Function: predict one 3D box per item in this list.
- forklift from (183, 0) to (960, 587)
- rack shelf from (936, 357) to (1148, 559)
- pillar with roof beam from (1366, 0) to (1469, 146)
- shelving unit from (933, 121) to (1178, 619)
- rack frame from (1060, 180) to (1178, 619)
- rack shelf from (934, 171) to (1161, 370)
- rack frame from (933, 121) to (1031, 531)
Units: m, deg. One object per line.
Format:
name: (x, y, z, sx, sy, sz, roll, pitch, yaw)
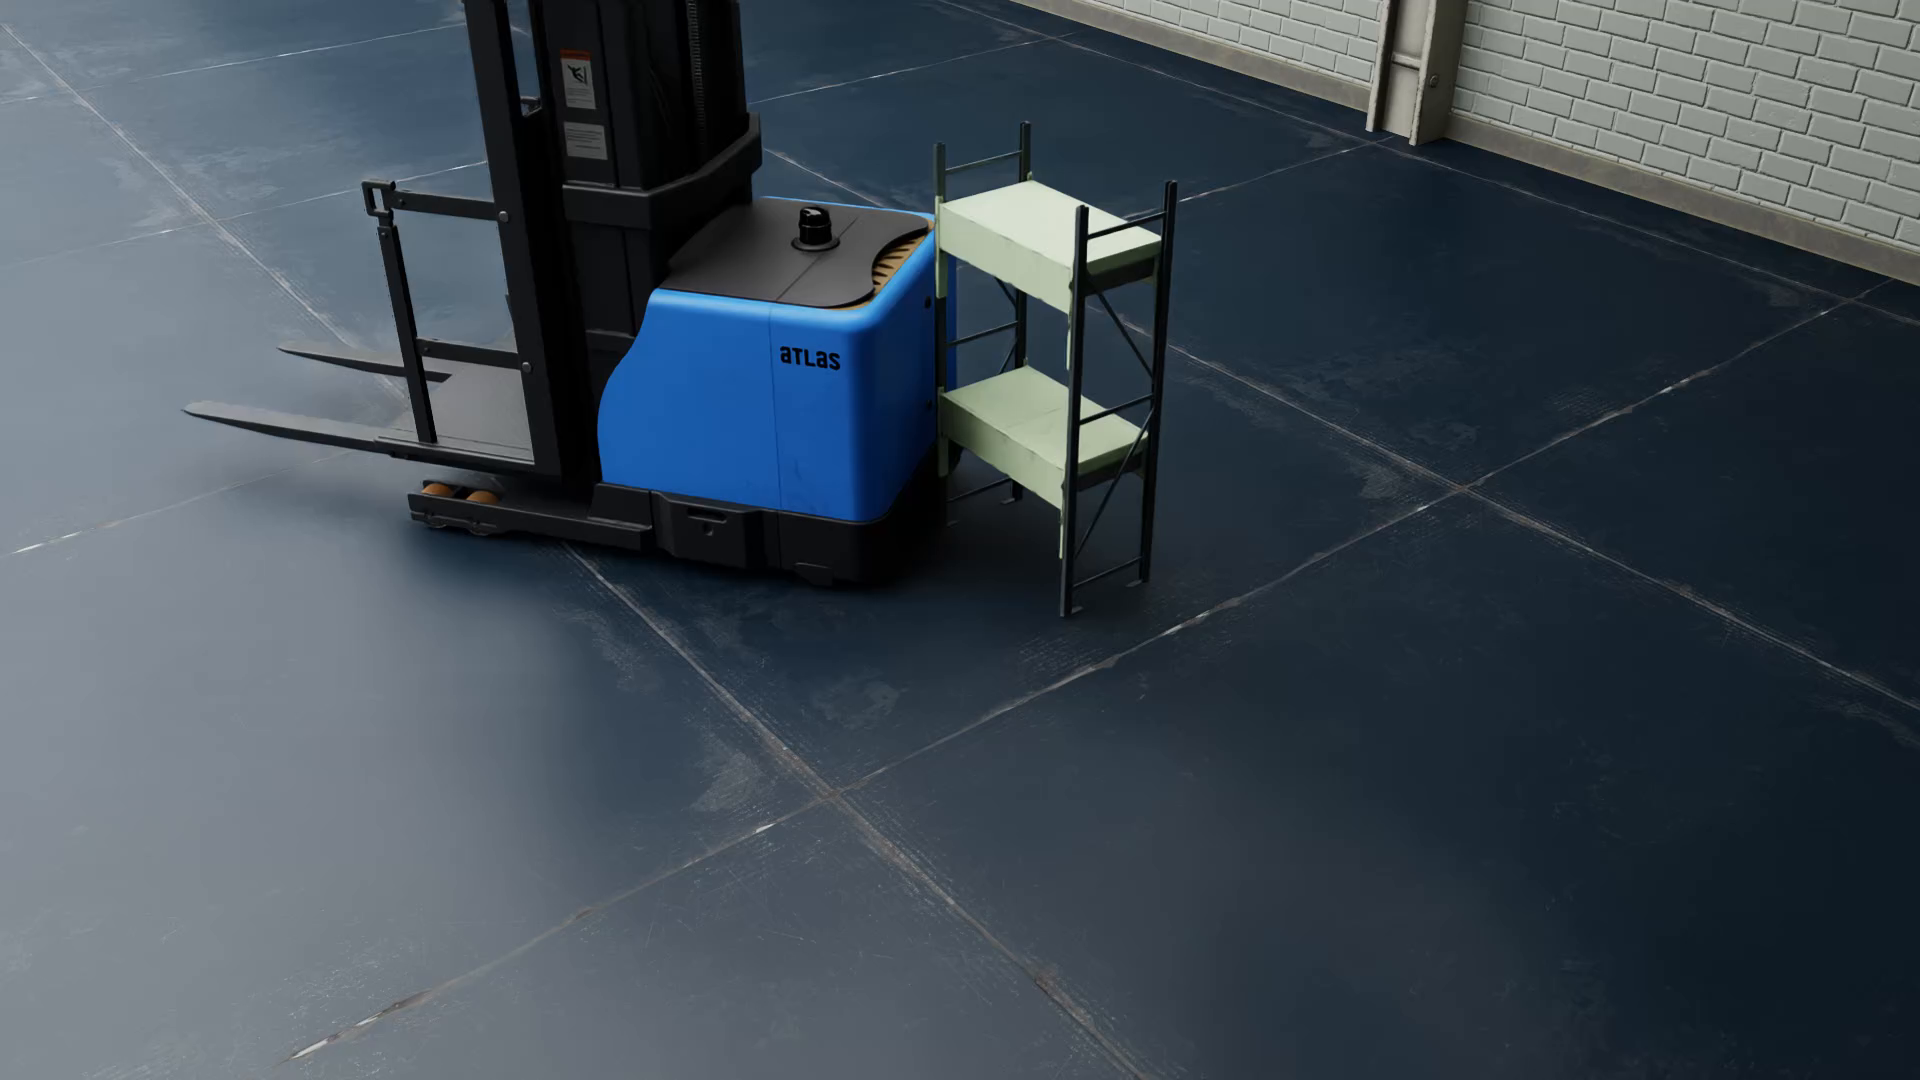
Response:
forklift: (-1.574, -1.516, 5.913, 3.031, 2.935, 1.130, 9, 33, 14)
rack shelf: (0.297, -0.307, 5.941, 0.431, 0.370, 0.720, -22, 38, -31)
pillar with roof beam: (-0.631, -4.958, 5.704, 9.100, 9.000, 0.400, -22, 38, -31)
shelving unit: (0.297, -0.584, 5.769, 0.431, 1.500, 0.755, -22, 38, -31)
rack frame: (0.517, -0.429, 5.520, 0.400, 1.500, 0.023, -22, 38, -31)
rack shelf: (0.297, -0.915, 5.563, 0.431, 0.370, 0.720, -22, 38, -31)
rack frame: (0.078, -0.738, 6.018, 0.400, 1.500, 0.023, -22, 38, -31)
